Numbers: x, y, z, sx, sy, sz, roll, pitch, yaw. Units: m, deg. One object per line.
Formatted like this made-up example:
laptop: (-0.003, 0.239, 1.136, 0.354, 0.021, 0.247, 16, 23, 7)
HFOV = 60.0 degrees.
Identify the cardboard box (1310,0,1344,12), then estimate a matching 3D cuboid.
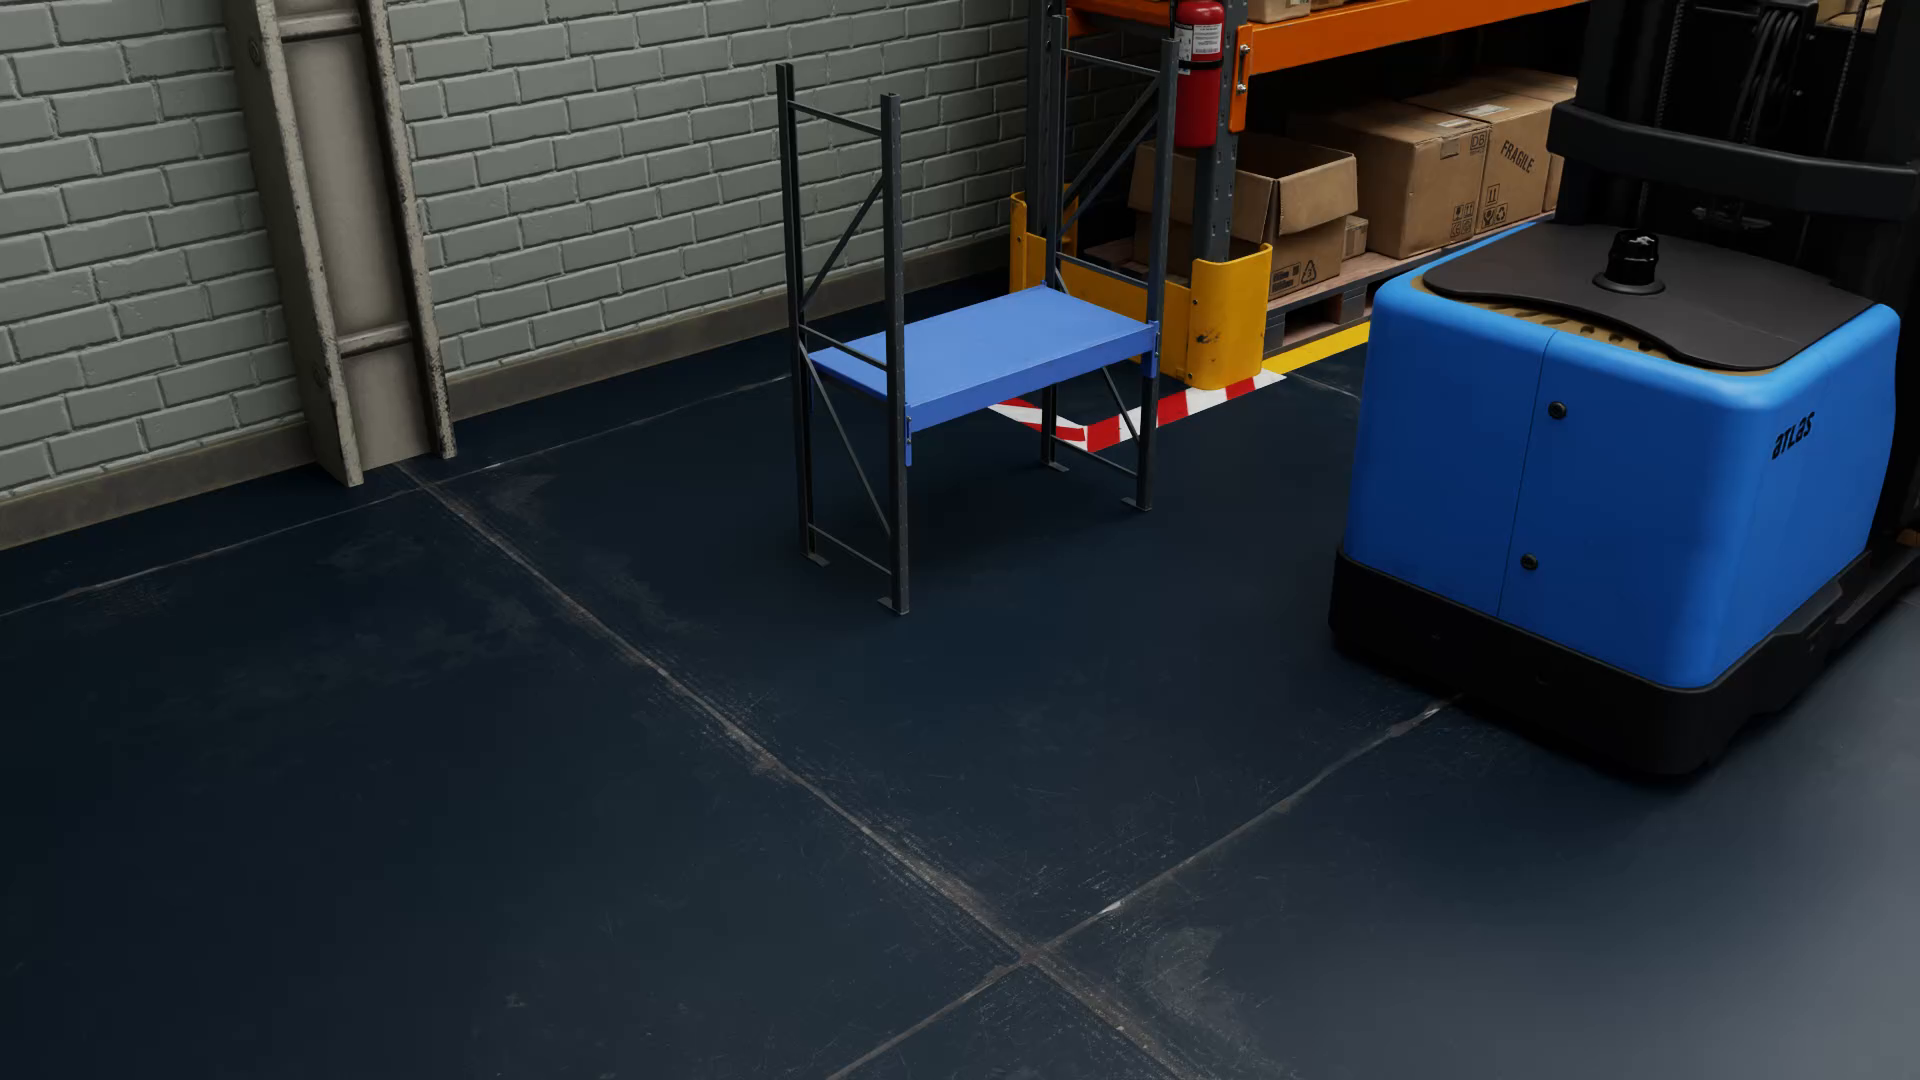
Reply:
cardboard box: (1.225, -2.102, 6.267, 0.250, 0.149, 0.380, -21, 35, -34)

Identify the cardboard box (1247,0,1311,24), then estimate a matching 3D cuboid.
cardboard box: (1.062, -2.007, 6.090, 0.250, 0.149, 0.380, -22, 35, -35)

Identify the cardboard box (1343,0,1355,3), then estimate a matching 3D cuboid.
cardboard box: (1.403, -2.195, 6.441, 0.250, 0.149, 0.380, -22, 35, -36)

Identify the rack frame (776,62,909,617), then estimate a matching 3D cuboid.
rack frame: (-0.322, -0.532, 4.654, 0.032, 1.500, 0.500, -22, 35, -35)

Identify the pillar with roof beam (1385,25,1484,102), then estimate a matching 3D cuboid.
pillar with roof beam: (5.356, -4.552, 4.220, 0.400, 9.000, 9.100, -22, 35, -35)

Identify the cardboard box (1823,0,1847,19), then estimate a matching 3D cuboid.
cardboard box: (4.671, -3.007, 9.212, 0.250, 0.149, 0.380, -23, 35, -36)

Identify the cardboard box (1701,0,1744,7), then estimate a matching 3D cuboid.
cardboard box: (4.083, -2.876, 8.651, 0.250, 0.149, 0.380, -23, 35, -36)

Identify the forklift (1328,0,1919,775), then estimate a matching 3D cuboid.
forklift: (2.437, -1.313, 4.598, 3.031, 2.935, 1.130, -25, 37, -38)

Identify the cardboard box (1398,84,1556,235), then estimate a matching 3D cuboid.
cardboard box: (2.303, -1.725, 7.502, 0.500, 0.500, 0.500, -21, 35, -34)

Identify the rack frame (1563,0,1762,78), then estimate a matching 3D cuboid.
rack frame: (3.677, -3.340, 8.317, 0.127, 3.000, 1.000, -22, 35, -35)

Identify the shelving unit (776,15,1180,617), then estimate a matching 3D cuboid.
shelving unit: (0.065, -0.688, 4.945, 1.048, 1.500, 0.538, -22, 35, -35)

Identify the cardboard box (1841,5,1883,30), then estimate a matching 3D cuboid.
cardboard box: (4.972, -2.807, 9.527, 0.500, 0.500, 0.500, -23, 36, -36)

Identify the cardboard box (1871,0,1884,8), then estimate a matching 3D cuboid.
cardboard box: (5.075, -3.145, 9.470, 0.250, 0.149, 0.380, -20, 34, -33)

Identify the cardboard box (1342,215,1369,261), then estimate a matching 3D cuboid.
cardboard box: (1.509, -1.313, 7.103, 0.250, 0.149, 0.380, -24, 36, -37)

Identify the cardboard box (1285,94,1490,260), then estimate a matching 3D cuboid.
cardboard box: (1.836, -1.599, 7.267, 0.500, 0.500, 0.700, -20, 34, -33)

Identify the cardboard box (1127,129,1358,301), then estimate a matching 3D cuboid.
cardboard box: (1.161, -1.353, 6.803, 0.637, 0.503, 0.797, -24, 36, -37)

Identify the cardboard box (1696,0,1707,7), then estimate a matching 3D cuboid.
cardboard box: (3.966, -3.007, 9.212, 0.250, 0.149, 0.380, -22, 35, -35)

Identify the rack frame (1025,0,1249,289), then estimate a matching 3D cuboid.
rack frame: (0.634, -2.116, 6.027, 0.127, 3.000, 1.000, -22, 35, -35)

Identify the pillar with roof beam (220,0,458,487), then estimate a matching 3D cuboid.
pillar with roof beam: (0.792, -2.717, 0.786, 0.400, 9.000, 9.100, -22, 35, -35)

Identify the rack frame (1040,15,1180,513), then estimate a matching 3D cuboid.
rack frame: (0.452, -0.843, 5.236, 0.032, 1.500, 0.500, -22, 35, -35)

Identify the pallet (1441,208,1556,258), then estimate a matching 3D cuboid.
pallet: (2.225, -1.525, 7.879, 1.213, 0.211, 1.003, -22, 35, -35)

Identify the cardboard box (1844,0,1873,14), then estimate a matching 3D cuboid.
cardboard box: (4.885, -3.070, 9.330, 0.250, 0.149, 0.380, -22, 35, -35)

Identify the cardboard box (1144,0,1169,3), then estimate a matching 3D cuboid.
cardboard box: (0.712, -2.203, 6.456, 0.250, 0.149, 0.380, -22, 35, -35)

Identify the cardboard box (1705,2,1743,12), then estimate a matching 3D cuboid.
cardboard box: (4.122, -2.723, 8.681, 0.250, 0.149, 0.380, -20, 34, -33)

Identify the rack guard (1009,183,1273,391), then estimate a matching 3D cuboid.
rack guard: (0.692, -1.037, 6.659, 0.348, 0.500, 1.175, -22, 35, -35)

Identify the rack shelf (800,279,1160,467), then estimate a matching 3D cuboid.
rack shelf: (0.065, -0.529, 5.030, 1.000, 0.185, 0.538, -22, 35, -35)

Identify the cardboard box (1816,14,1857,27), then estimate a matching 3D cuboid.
cardboard box: (4.590, -2.656, 9.244, 0.500, 0.500, 0.500, -22, 35, -36)

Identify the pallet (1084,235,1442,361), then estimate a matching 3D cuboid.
pallet: (1.298, -1.153, 7.185, 1.213, 0.211, 1.003, -22, 35, -35)

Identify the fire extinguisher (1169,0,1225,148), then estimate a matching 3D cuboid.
fire extinguisher: (0.822, -1.707, 5.739, 0.183, 0.674, 0.296, -22, 35, -35)

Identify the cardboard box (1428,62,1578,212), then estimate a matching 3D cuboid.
cardboard box: (2.626, -1.917, 7.861, 0.500, 0.500, 0.700, -23, 36, -37)

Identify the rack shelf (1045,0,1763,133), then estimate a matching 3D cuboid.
rack shelf: (2.155, -2.410, 7.341, 4.000, 0.370, 1.077, -22, 35, -35)

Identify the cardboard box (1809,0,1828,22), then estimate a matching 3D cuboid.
cardboard box: (4.471, -2.918, 9.046, 0.250, 0.149, 0.380, -24, 36, -37)
